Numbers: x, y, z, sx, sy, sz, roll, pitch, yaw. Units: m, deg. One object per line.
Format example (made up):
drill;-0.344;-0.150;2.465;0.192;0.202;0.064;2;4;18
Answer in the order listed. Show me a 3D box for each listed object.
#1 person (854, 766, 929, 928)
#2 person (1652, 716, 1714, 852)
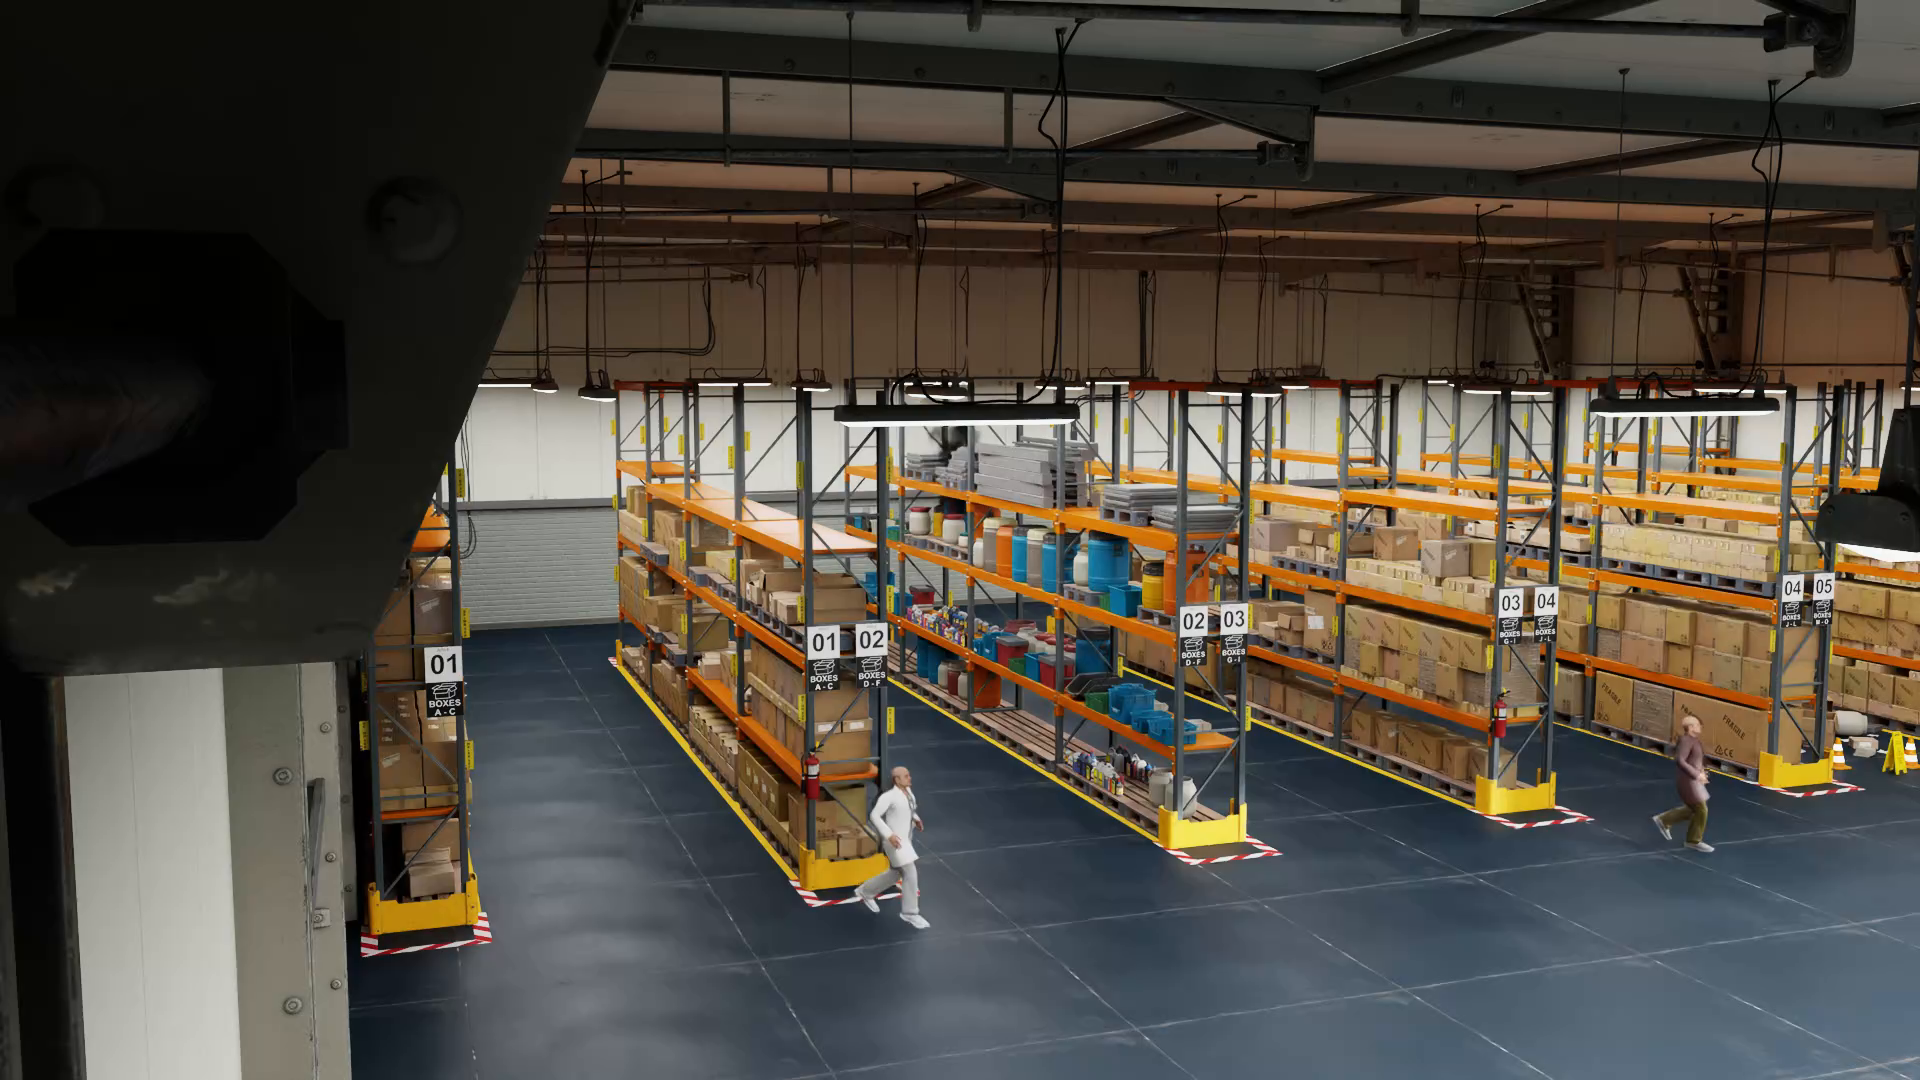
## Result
person;-0.757;3.452;18.910;0.936;1.809;0.723;2;6;17
person;9.487;3.173;21.747;0.757;1.761;0.742;2;6;21
